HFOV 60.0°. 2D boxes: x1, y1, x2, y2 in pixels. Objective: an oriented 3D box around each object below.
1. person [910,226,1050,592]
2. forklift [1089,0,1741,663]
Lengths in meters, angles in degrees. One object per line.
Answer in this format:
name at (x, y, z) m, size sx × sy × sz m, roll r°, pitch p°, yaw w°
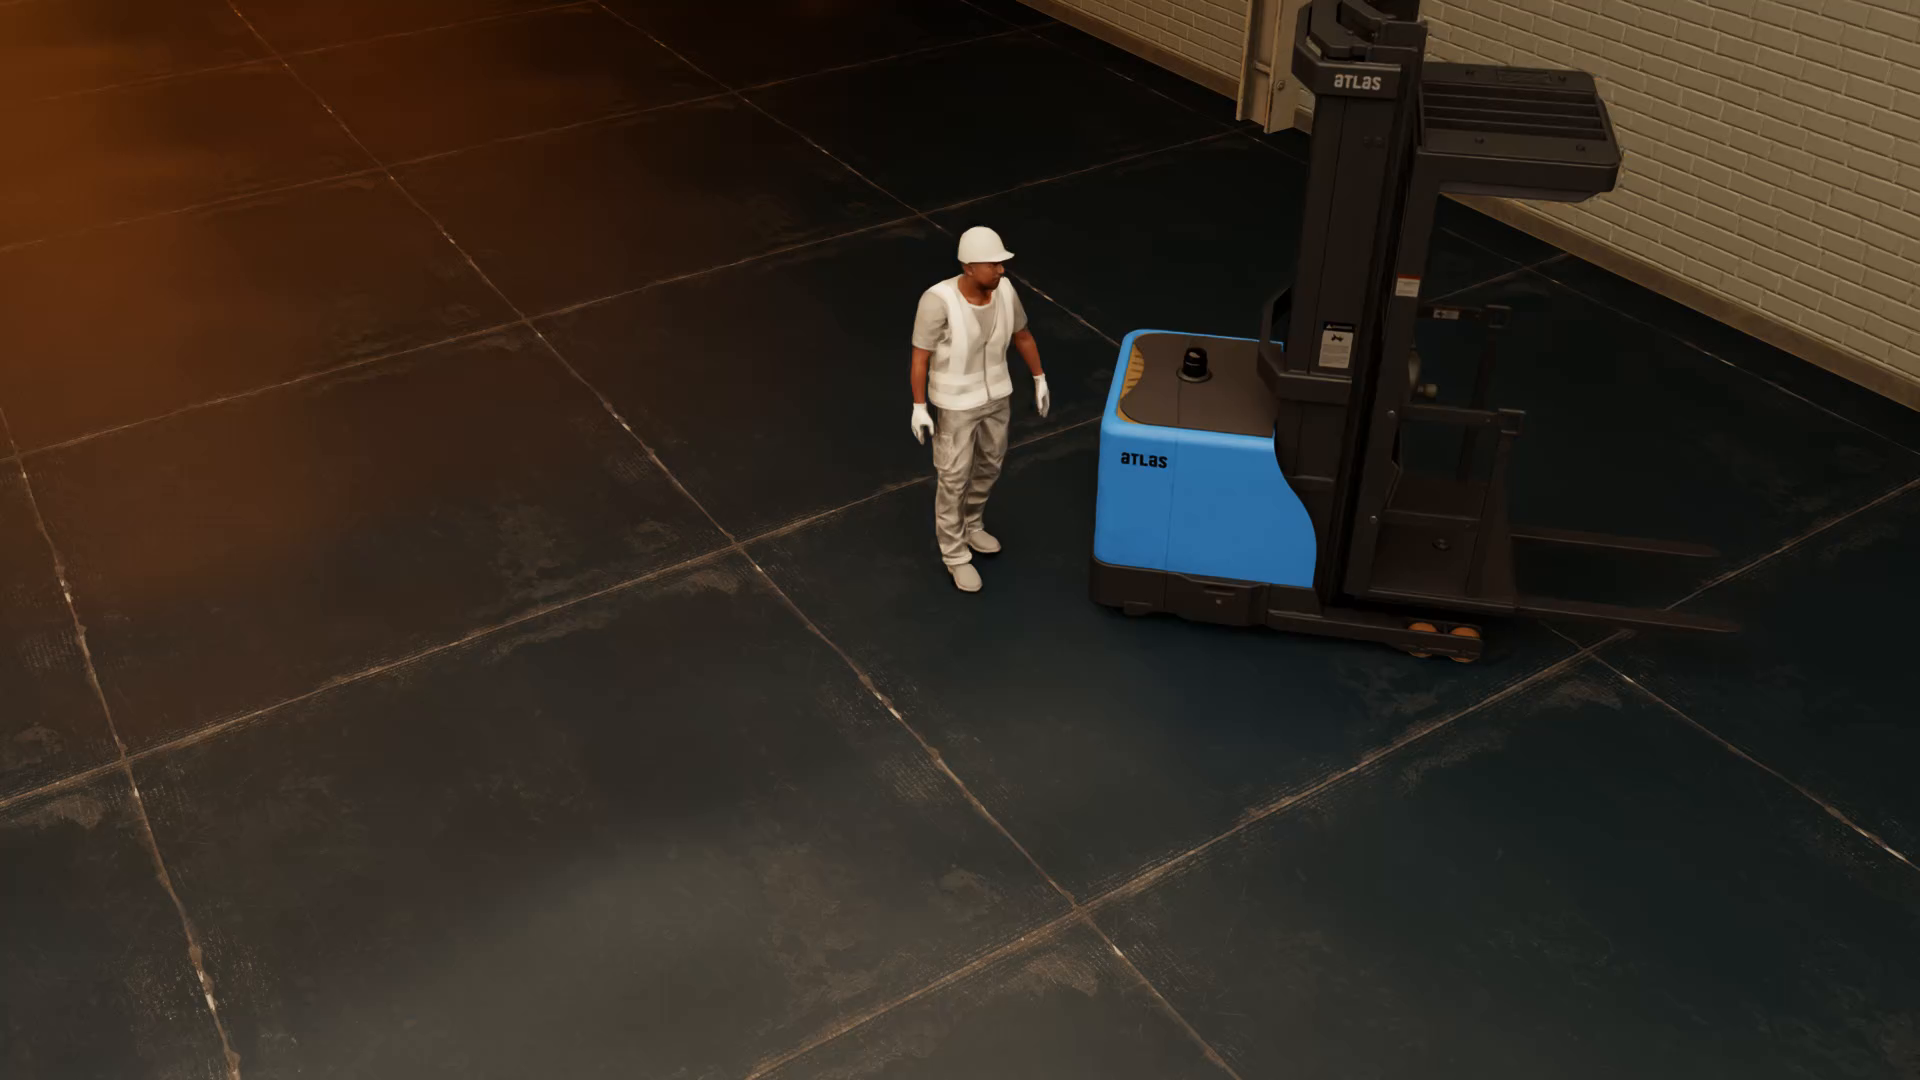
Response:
person at (0.130, -0.659, 8.101) m, size 0.737 × 1.779 × 0.563 m, roll -23°, pitch 41°, yaw -29°
forklift at (2.205, -0.953, 7.504) m, size 3.031 × 2.935 × 1.130 m, roll 7°, pitch 36°, yaw 9°
